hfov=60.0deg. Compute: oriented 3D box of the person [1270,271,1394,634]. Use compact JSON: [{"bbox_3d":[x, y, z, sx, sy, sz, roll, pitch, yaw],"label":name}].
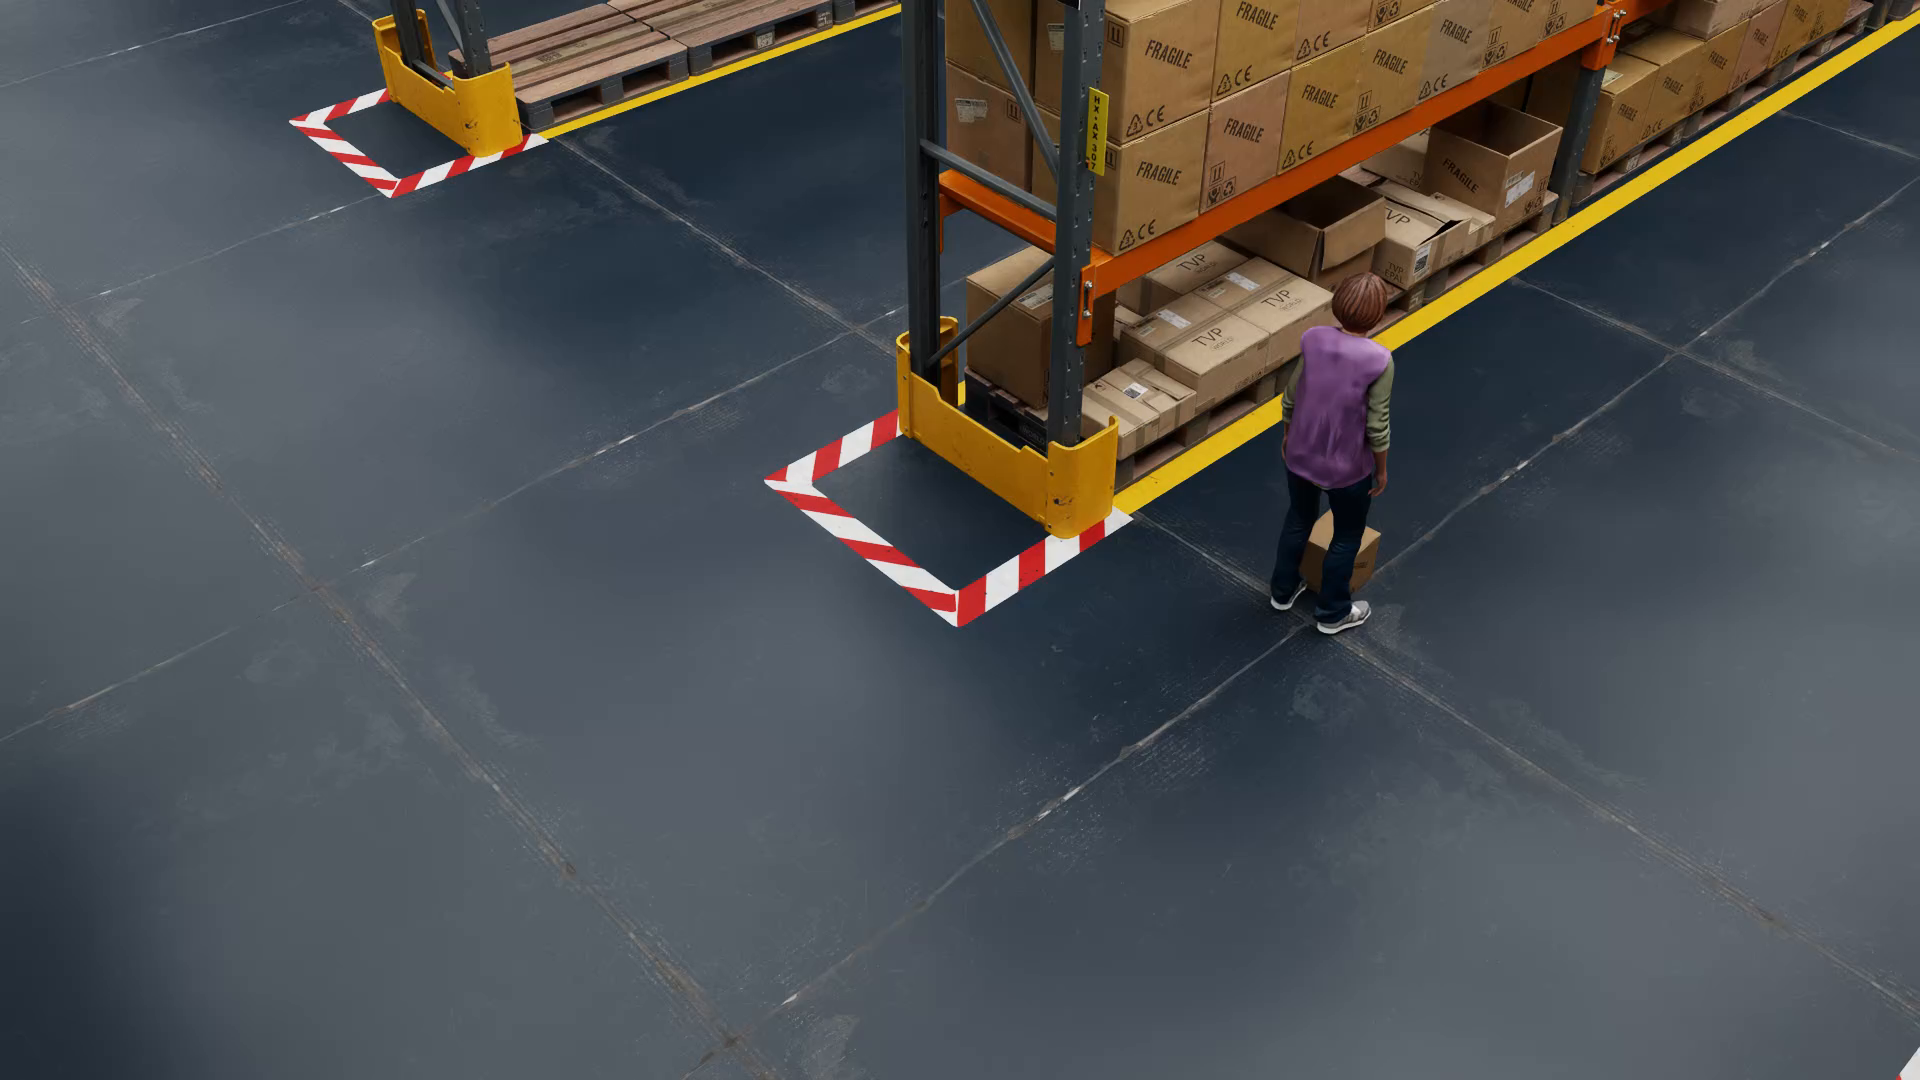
[{"bbox_3d":[1.463,-0.316,6.538,0.478,1.592,0.346,29,48,29],"label":"person"}]
